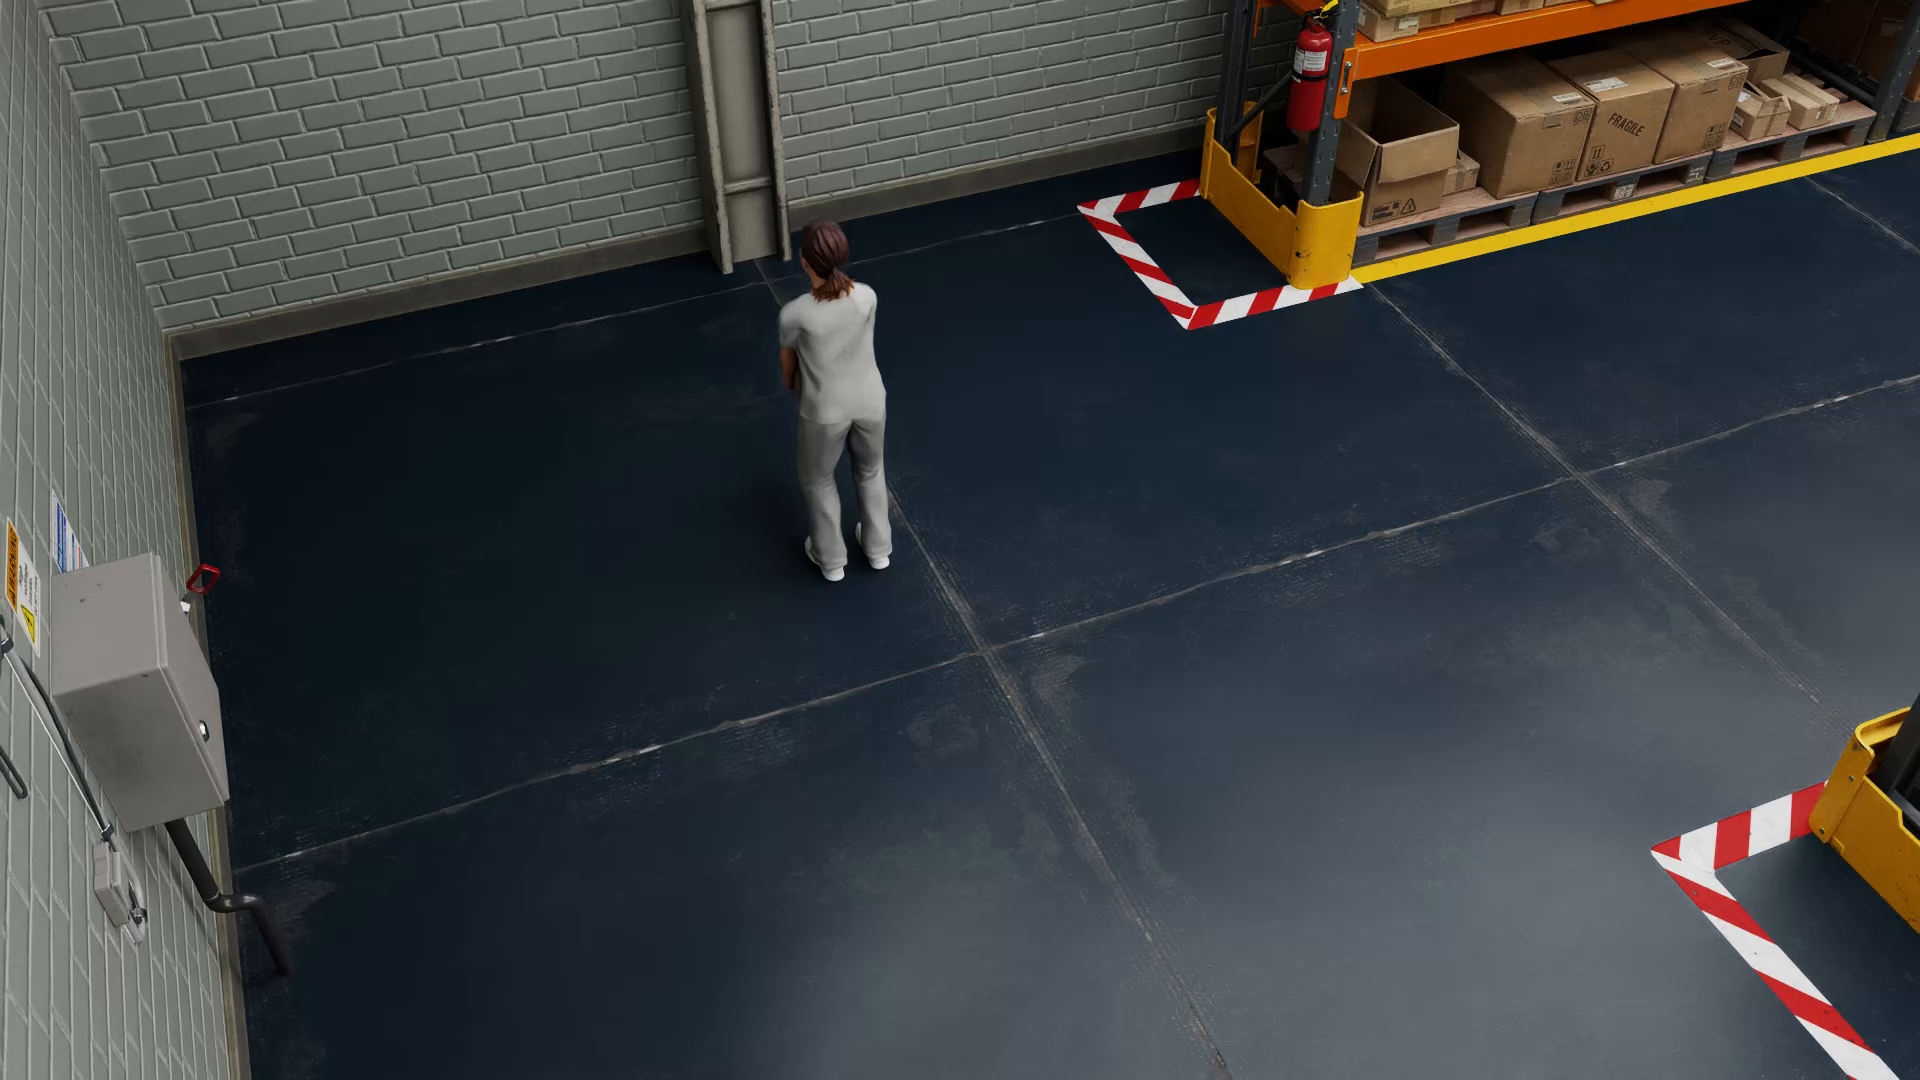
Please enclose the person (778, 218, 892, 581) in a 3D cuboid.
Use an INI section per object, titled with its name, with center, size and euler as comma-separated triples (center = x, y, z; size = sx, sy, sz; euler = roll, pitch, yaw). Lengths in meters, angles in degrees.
[person]
center = -0.530, -0.589, 6.830
size = 0.410, 1.664, 0.513
euler = -16, 44, -17
